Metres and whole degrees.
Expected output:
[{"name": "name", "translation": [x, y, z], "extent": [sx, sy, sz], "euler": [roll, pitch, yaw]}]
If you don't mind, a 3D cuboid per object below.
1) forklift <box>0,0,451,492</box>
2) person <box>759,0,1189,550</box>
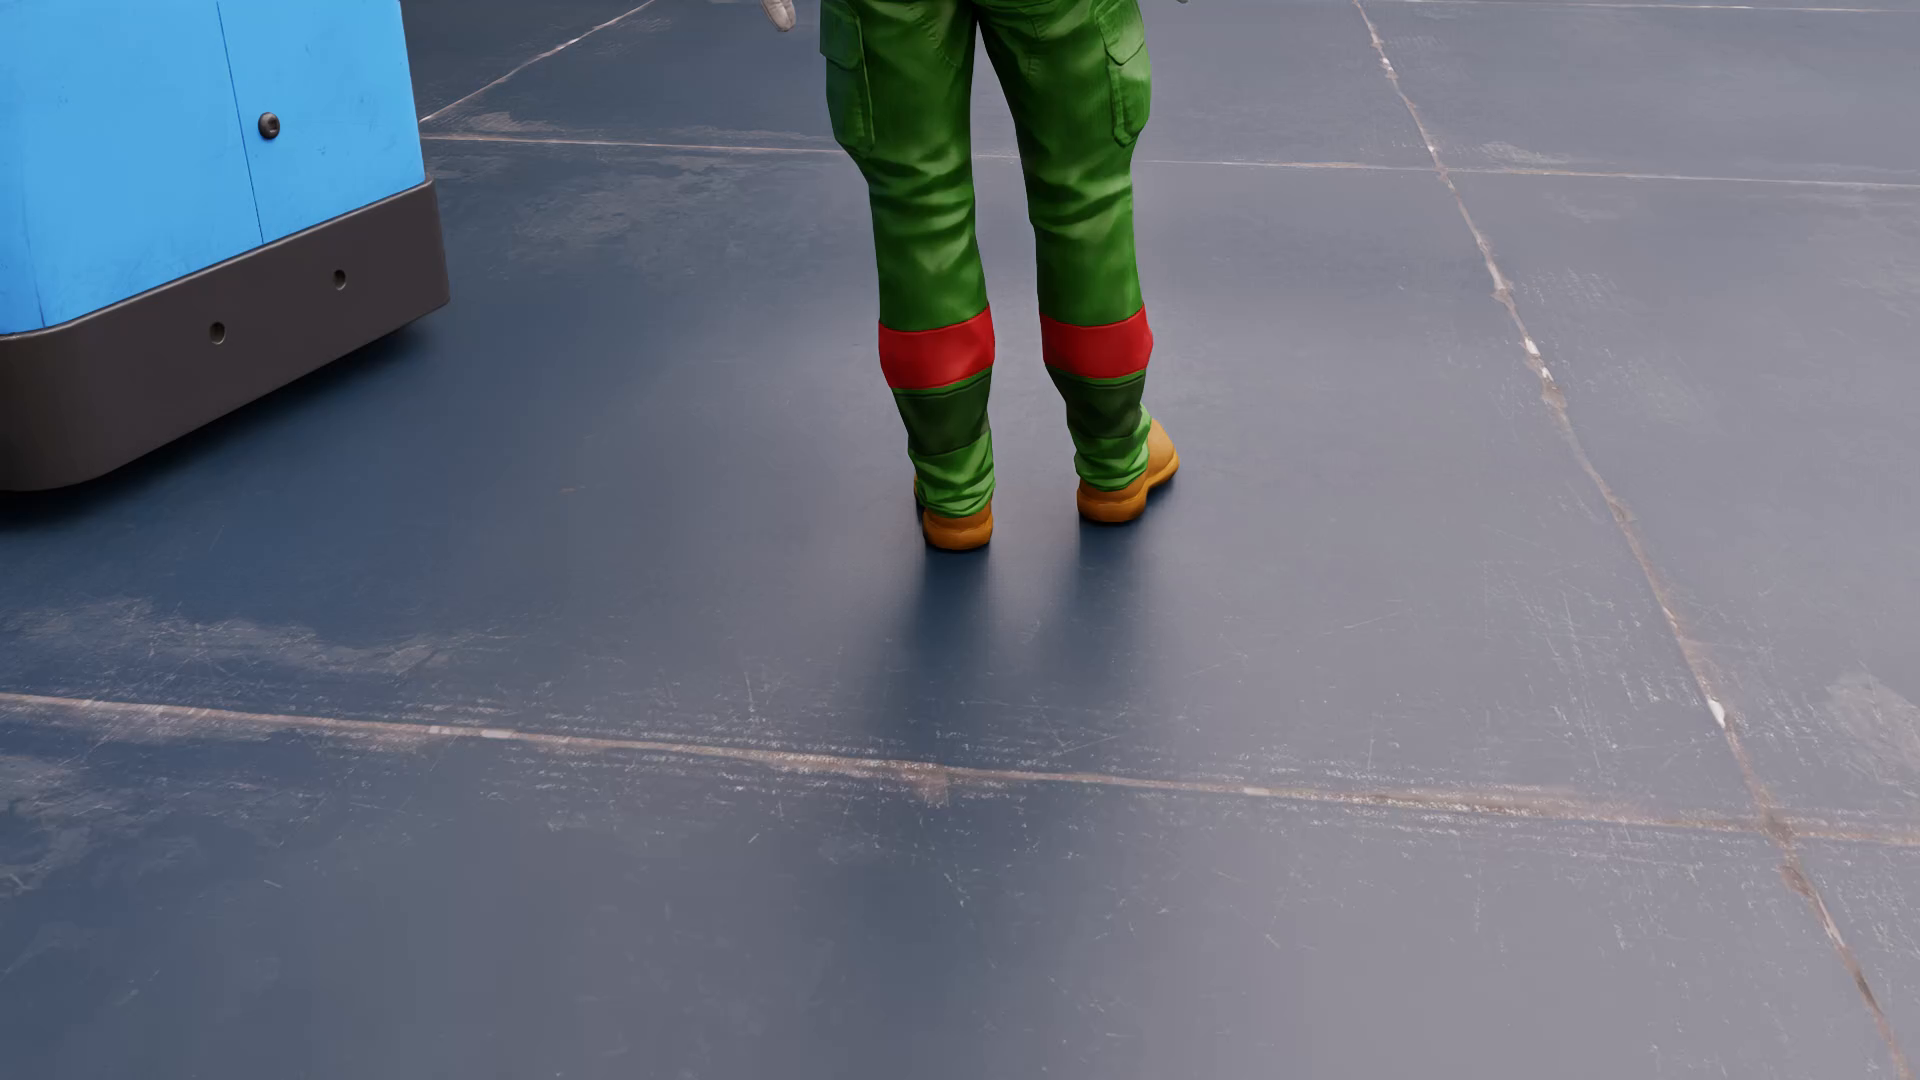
[{"name": "forklift", "translation": [-2.580, -1.757, 2.738], "extent": [3.031, 2.935, 1.130], "euler": [9, 28, 18]}, {"name": "person", "translation": [0.023, -0.840, 2.168], "extent": [0.637, 1.782, 0.564], "euler": [3, 27, 7]}]
